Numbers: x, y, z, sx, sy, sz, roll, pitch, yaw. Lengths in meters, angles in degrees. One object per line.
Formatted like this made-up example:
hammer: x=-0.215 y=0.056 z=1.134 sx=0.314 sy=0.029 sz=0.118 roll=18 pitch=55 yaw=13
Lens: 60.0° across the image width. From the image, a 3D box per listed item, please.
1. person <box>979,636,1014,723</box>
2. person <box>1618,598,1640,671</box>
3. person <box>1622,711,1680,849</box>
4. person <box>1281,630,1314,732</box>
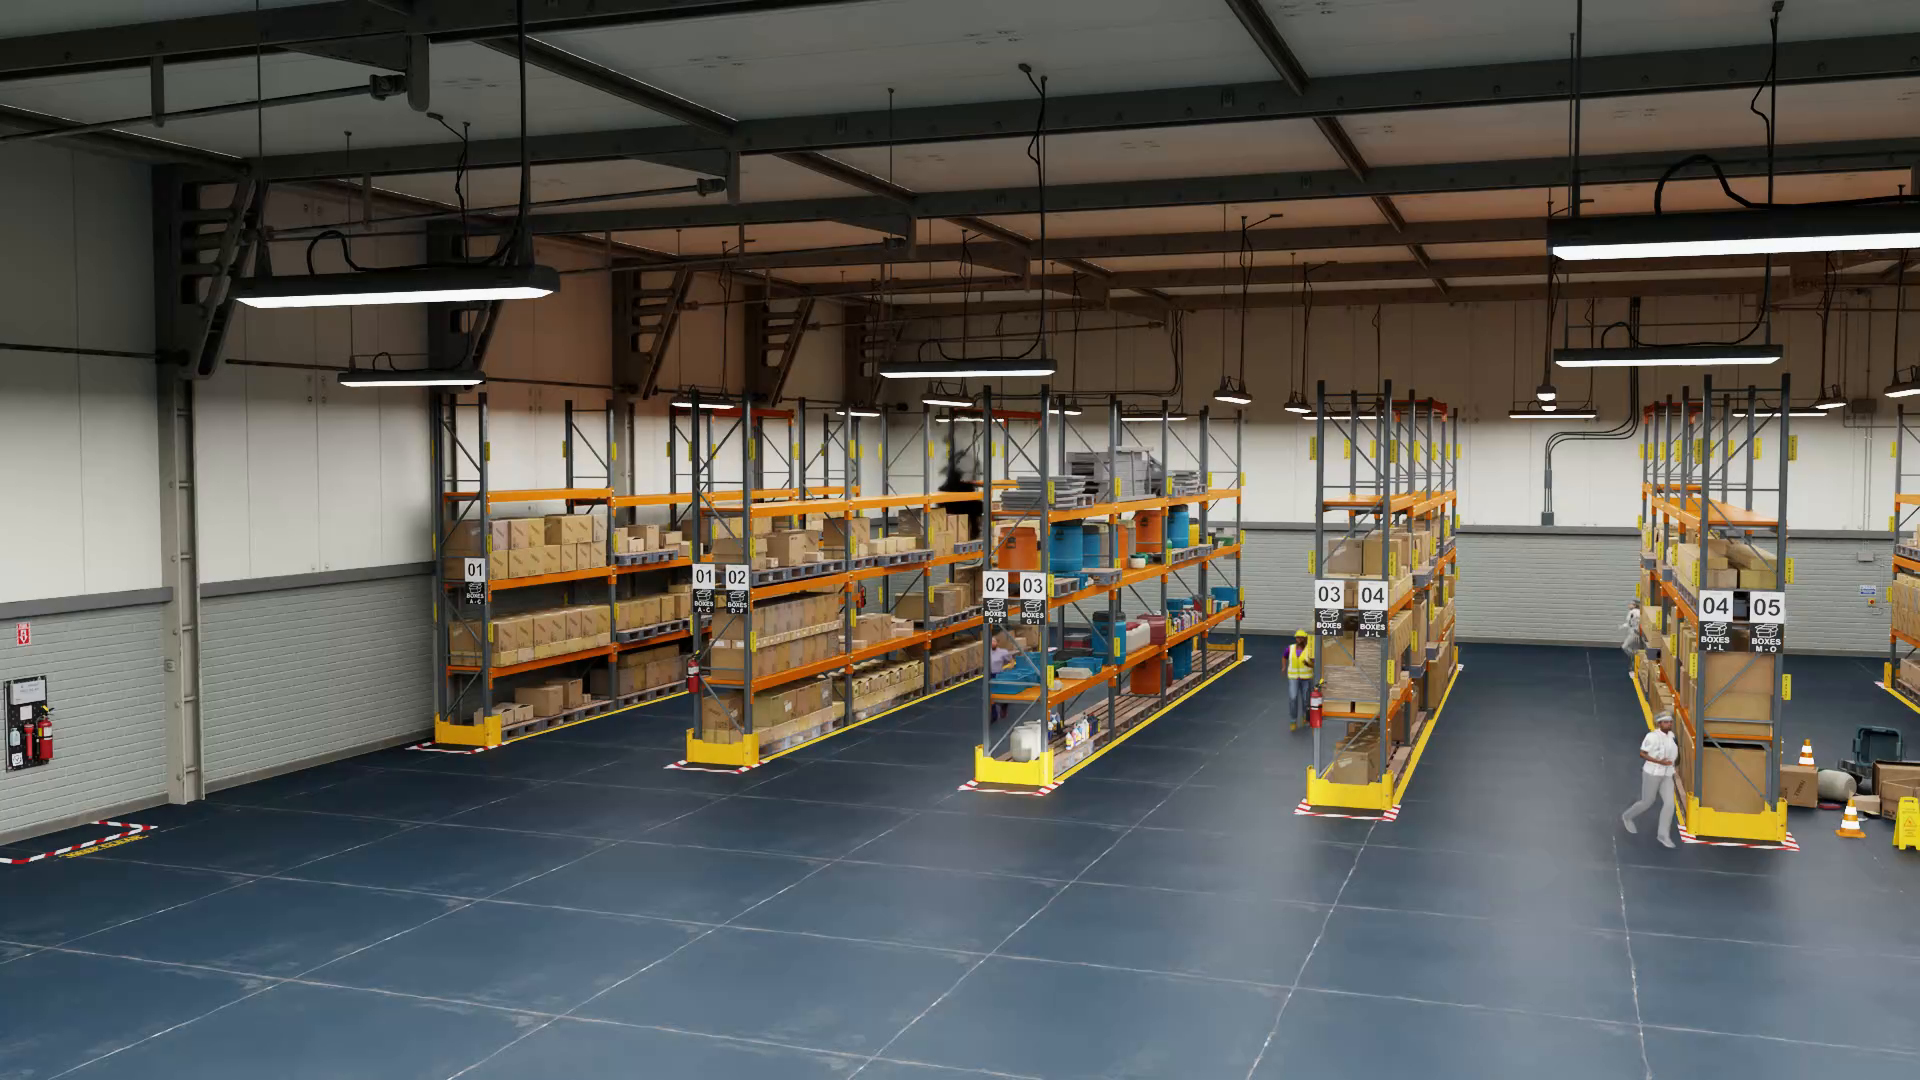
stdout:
person: x=0.662 y=2.578 z=30.710 sx=0.640 sy=1.595 sz=0.571 roll=1 pitch=3 yaw=17
person: x=15.371 y=2.148 z=37.916 sx=0.663 sy=1.663 sz=0.649 roll=0 pitch=3 yaw=3
person: x=8.957 y=3.027 z=21.357 sx=0.591 sy=1.712 sz=0.843 roll=-1 pitch=3 yaw=-17
person: x=6.114 y=2.497 z=29.904 sx=0.694 sy=1.767 sz=0.969 roll=1 pitch=3 yaw=17
